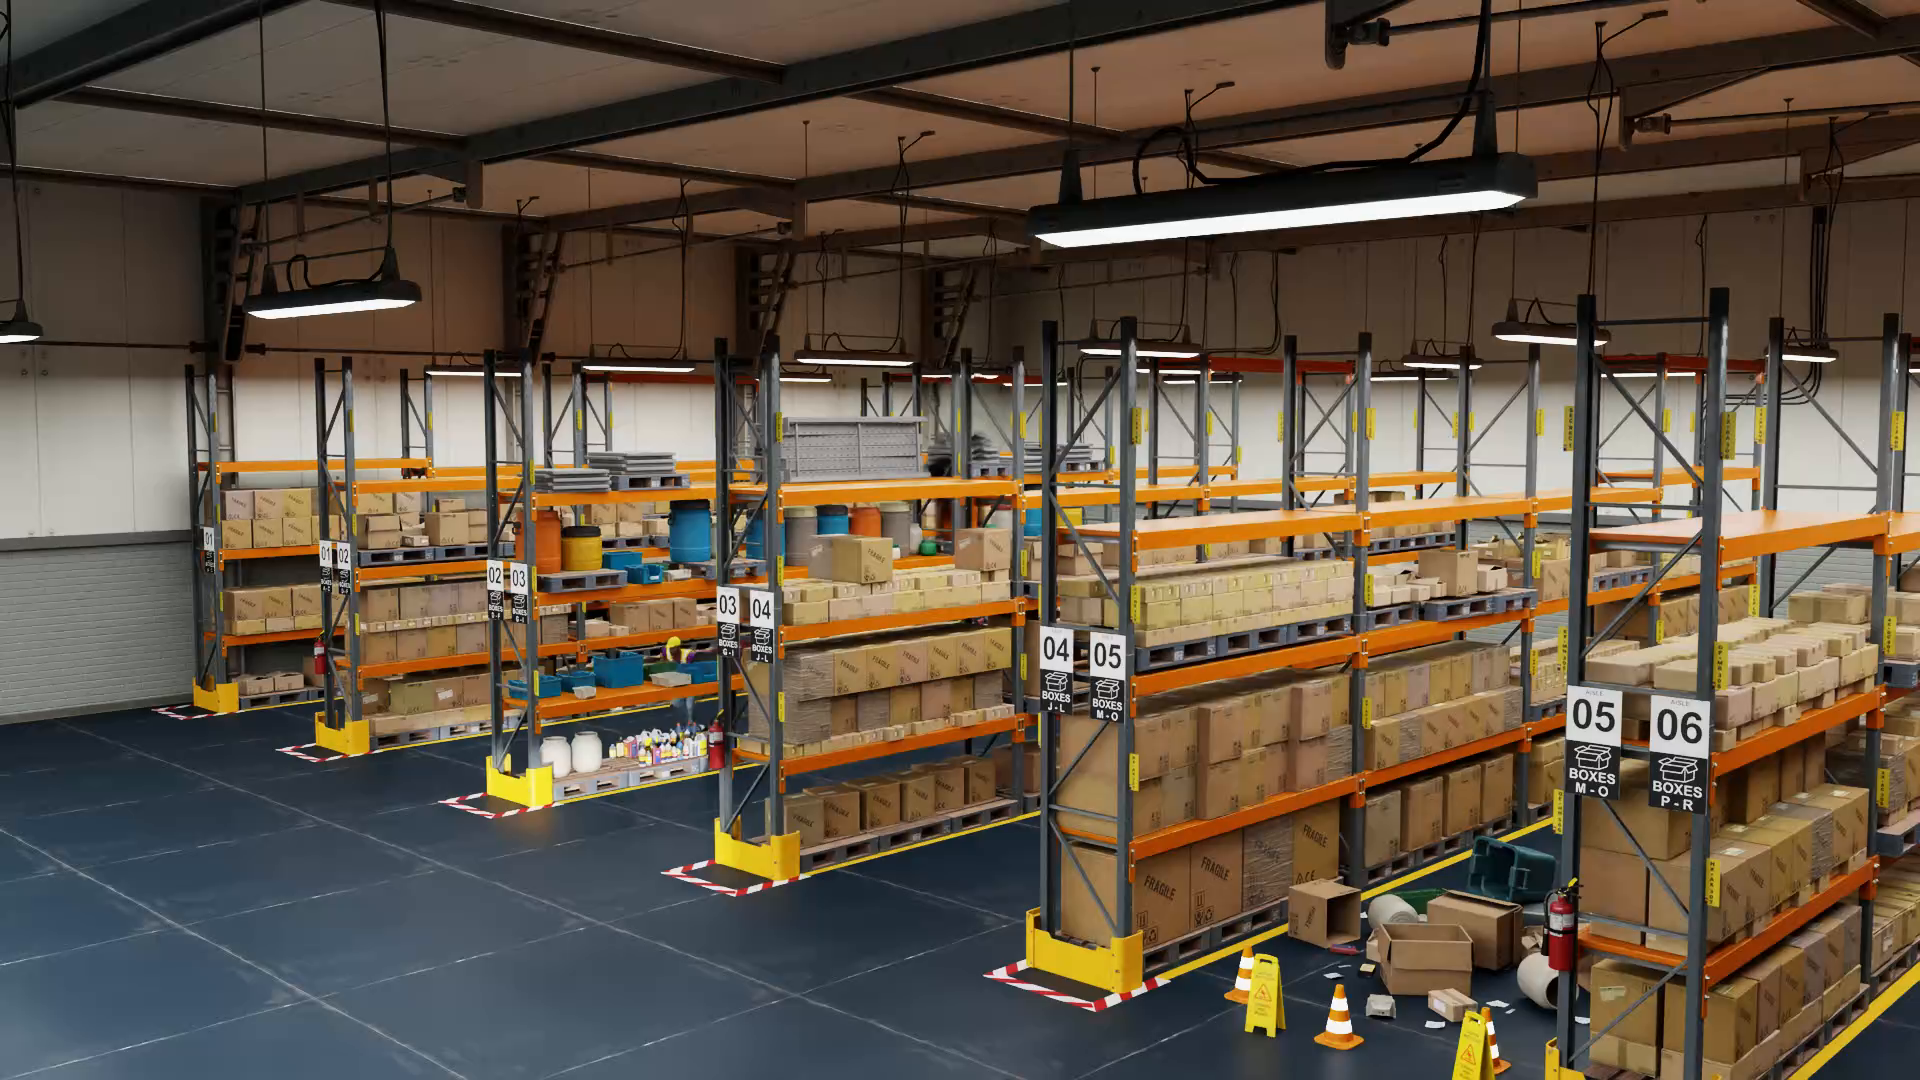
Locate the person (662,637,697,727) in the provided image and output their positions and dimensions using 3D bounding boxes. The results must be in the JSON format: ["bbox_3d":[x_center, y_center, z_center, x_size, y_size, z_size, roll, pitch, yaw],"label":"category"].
[{"bbox_3d":[-4.535,2.316,26.910,0.735,1.577,0.836,2,5,19],"label":"person"}]
